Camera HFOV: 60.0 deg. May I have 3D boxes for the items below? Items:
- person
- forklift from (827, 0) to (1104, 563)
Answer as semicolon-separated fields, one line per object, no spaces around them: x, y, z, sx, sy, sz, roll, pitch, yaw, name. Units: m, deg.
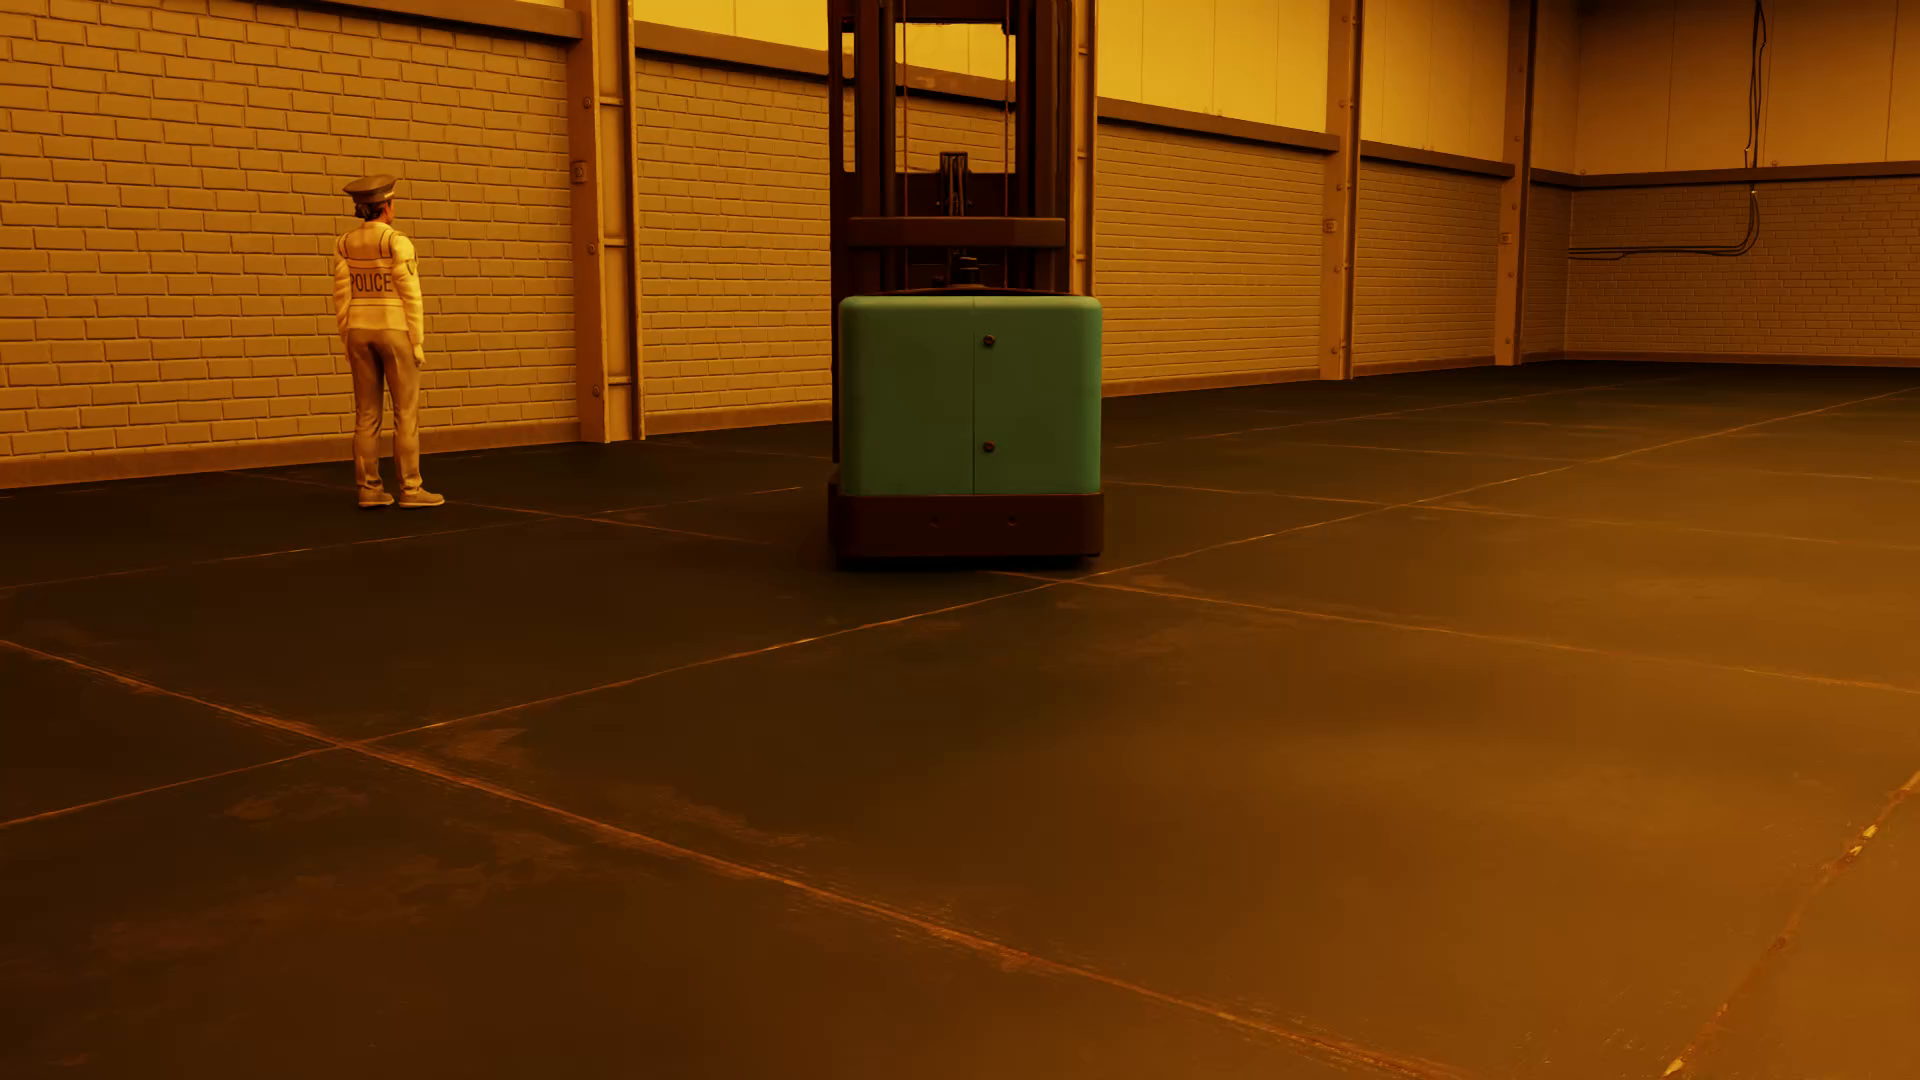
-2.928;-1.006;8.457;0.461;1.693;0.341;2;9;12;person
-0.066;-1.535;7.769;1.130;2.935;3.031;-1;8;-5;forklift
